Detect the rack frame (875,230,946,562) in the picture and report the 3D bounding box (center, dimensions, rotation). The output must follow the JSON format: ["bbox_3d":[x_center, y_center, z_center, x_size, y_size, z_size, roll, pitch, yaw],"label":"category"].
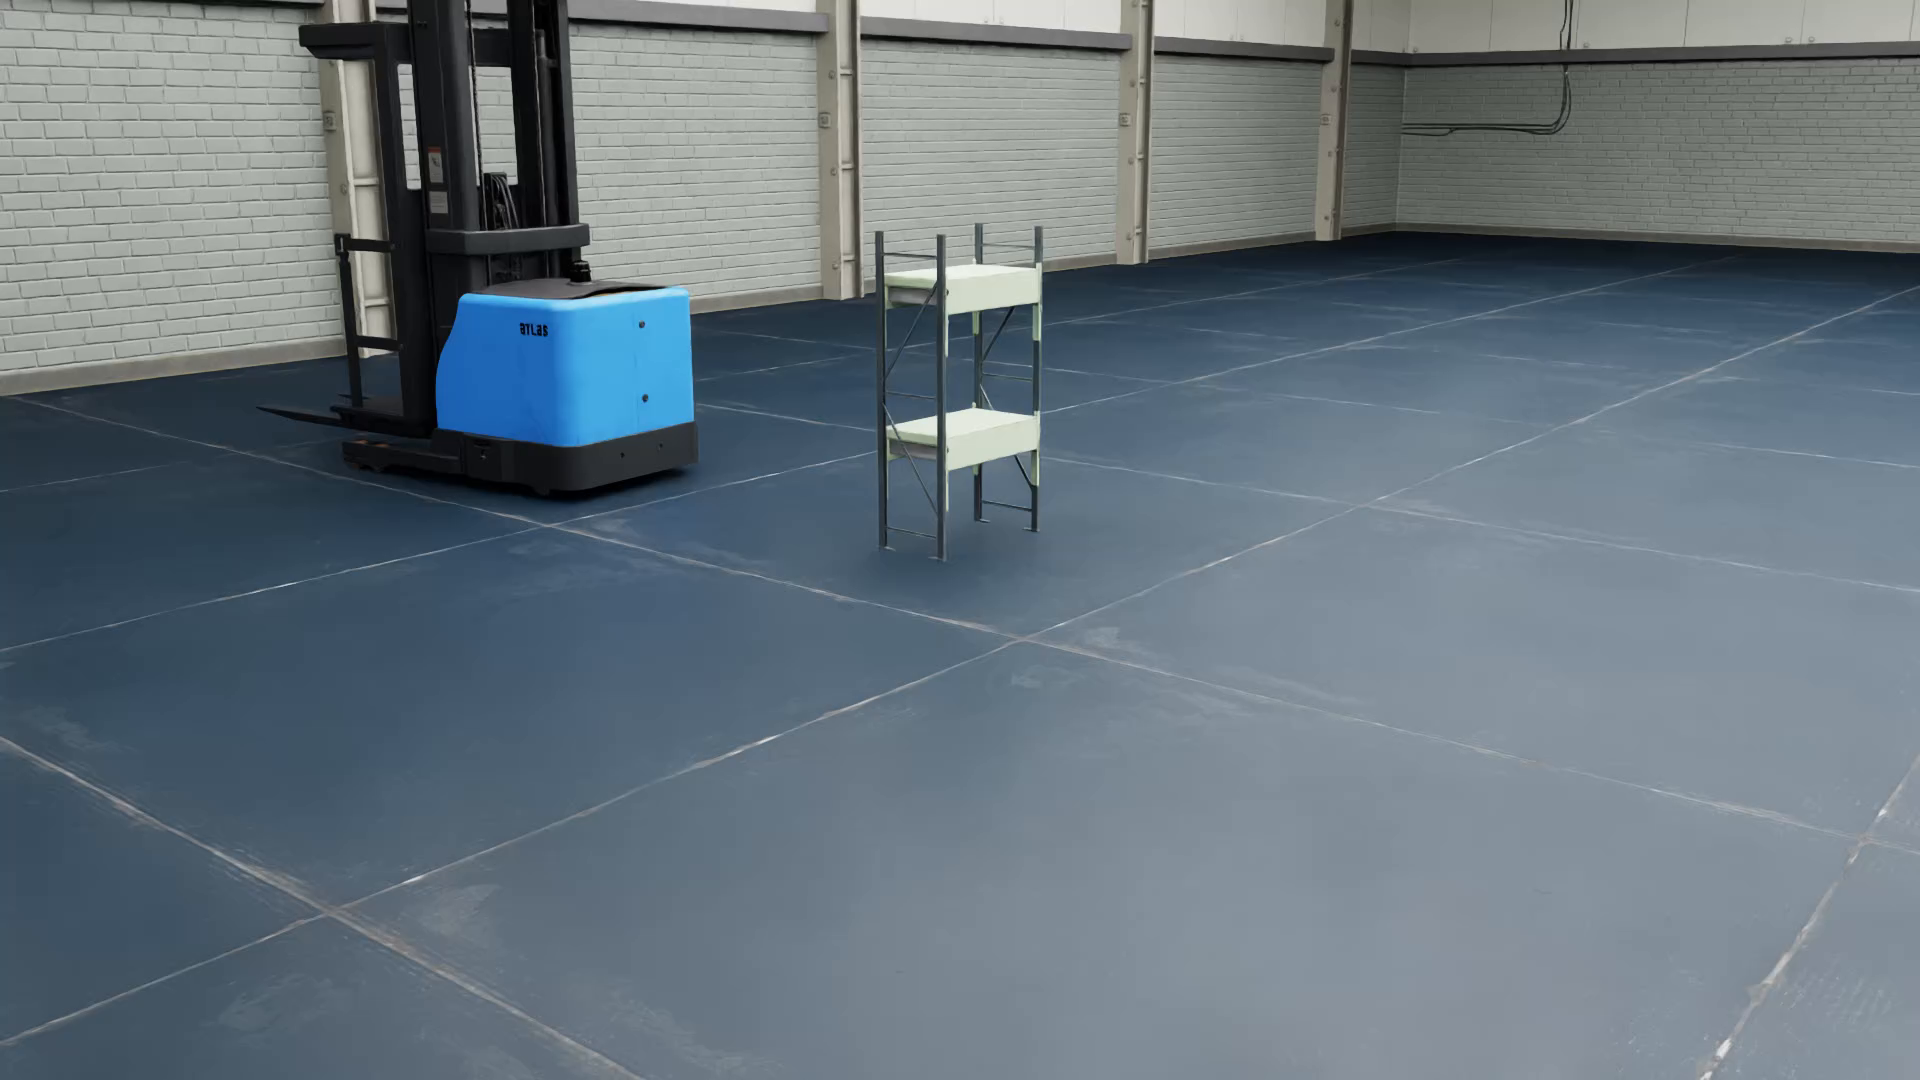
[{"bbox_3d":[-0.226,-0.658,7.667,0.400,1.500,0.023,11,18,38],"label":"rack frame"}]

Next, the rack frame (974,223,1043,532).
[{"bbox_3d":[0.234,-0.798,8.219,0.400,1.500,0.023,11,18,38],"label":"rack frame"}]

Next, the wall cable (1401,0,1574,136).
[{"bbox_3d":[9.082,-8.286,28.771,3.097,2.526,0.112,11,18,38],"label":"wall cable"}]

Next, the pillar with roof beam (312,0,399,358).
[{"bbox_3d":[-1.763,-5.318,10.781,9.100,9.000,0.400,11,18,38],"label":"pillar with roof beam"}]

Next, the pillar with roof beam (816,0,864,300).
[{"bbox_3d":[2.008,-6.467,15.305,9.100,9.000,0.400,11,18,38],"label":"pillar with roof beam"}]

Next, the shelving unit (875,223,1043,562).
[{"bbox_3d":[0.004,-0.728,7.943,0.431,1.500,0.755,11,18,38],"label":"shelving unit"}]

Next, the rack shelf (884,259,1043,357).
[{"bbox_3d":[0.004,-1.106,7.847,0.431,0.370,0.720,11,18,38],"label":"rack shelf"}]

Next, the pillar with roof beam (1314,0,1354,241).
[{"bbox_3d":[9.550,-8.765,24.351,9.100,9.000,0.400,11,18,38],"label":"pillar with roof beam"}]

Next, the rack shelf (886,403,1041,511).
[{"bbox_3d":[0.004,-0.412,8.024,0.431,0.370,0.720,11,18,38],"label":"rack shelf"}]

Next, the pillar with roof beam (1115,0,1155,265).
[{"bbox_3d":[5.779,-7.616,19.828,9.100,9.000,0.400,11,18,38],"label":"pillar with roof beam"}]

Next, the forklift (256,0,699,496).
[{"bbox_3d":[-3.026,-1.914,9.706,3.031,2.935,1.130,9,17,32],"label":"forklift"}]
